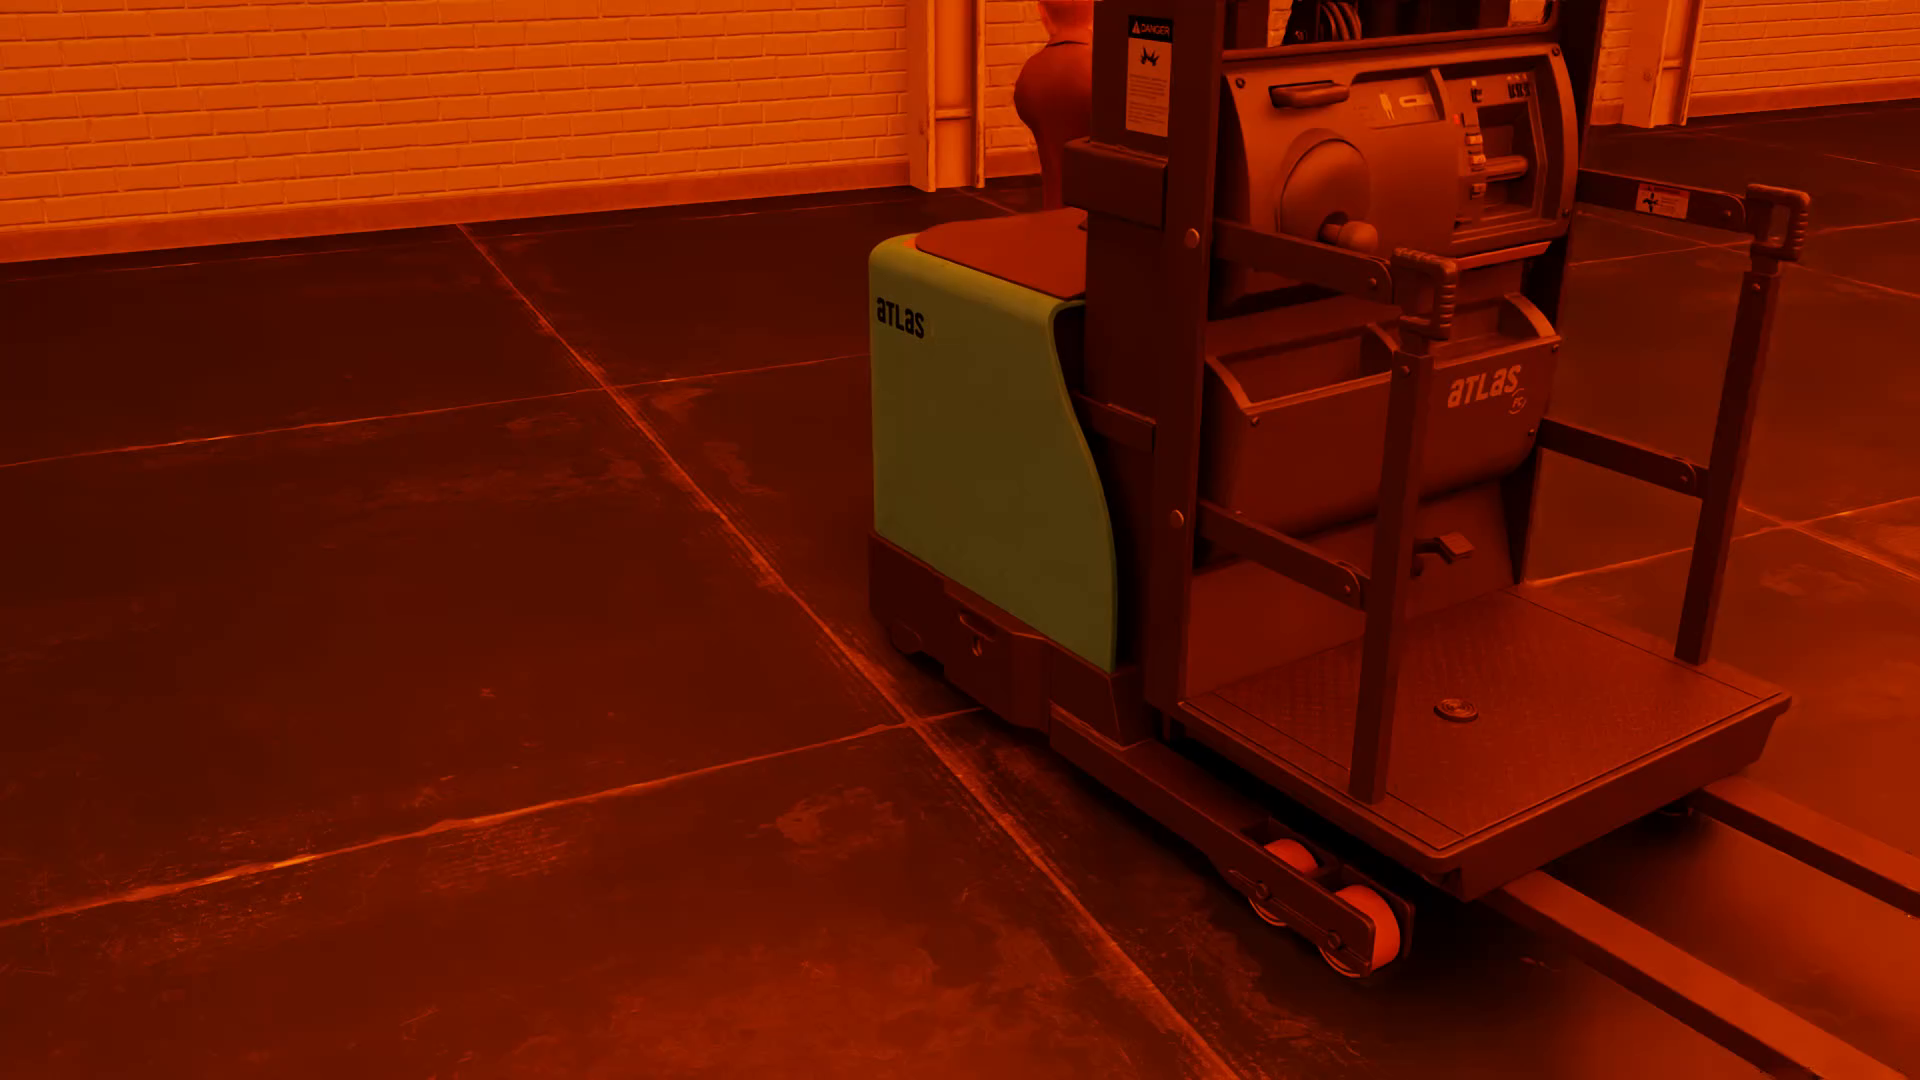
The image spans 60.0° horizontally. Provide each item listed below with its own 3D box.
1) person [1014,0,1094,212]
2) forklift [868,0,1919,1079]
[{"bbox_3d":[0.502,-0.869,5.031,0.949,1.685,0.783,-21,30,-41],"label":"person"},{"bbox_3d":[1.001,-0.742,3.072,1.130,2.935,3.031,-15,27,-31],"label":"forklift"}]
